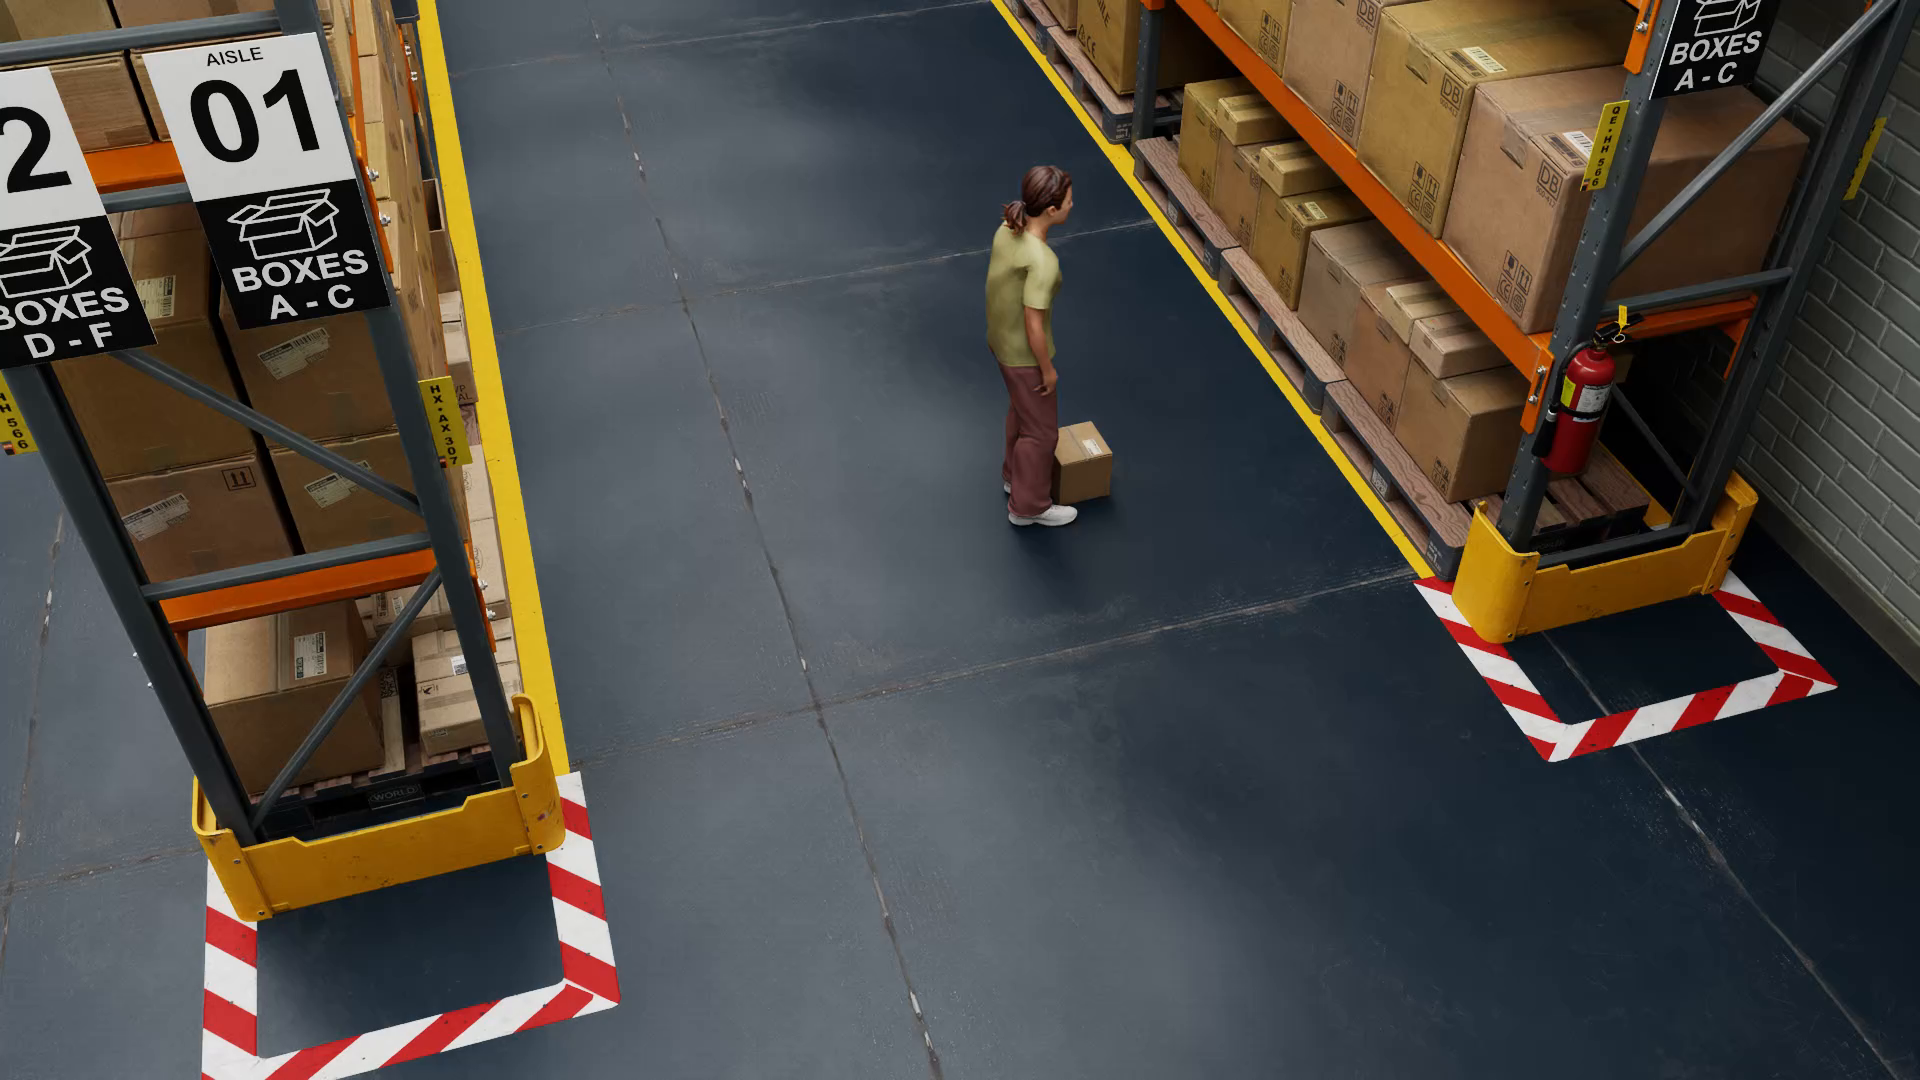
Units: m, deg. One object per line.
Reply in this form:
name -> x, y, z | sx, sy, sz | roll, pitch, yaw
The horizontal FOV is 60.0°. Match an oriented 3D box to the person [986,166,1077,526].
person -> 0.319, -0.823, 7.063 | 0.405, 1.673, 0.502 | -12, 44, -13
